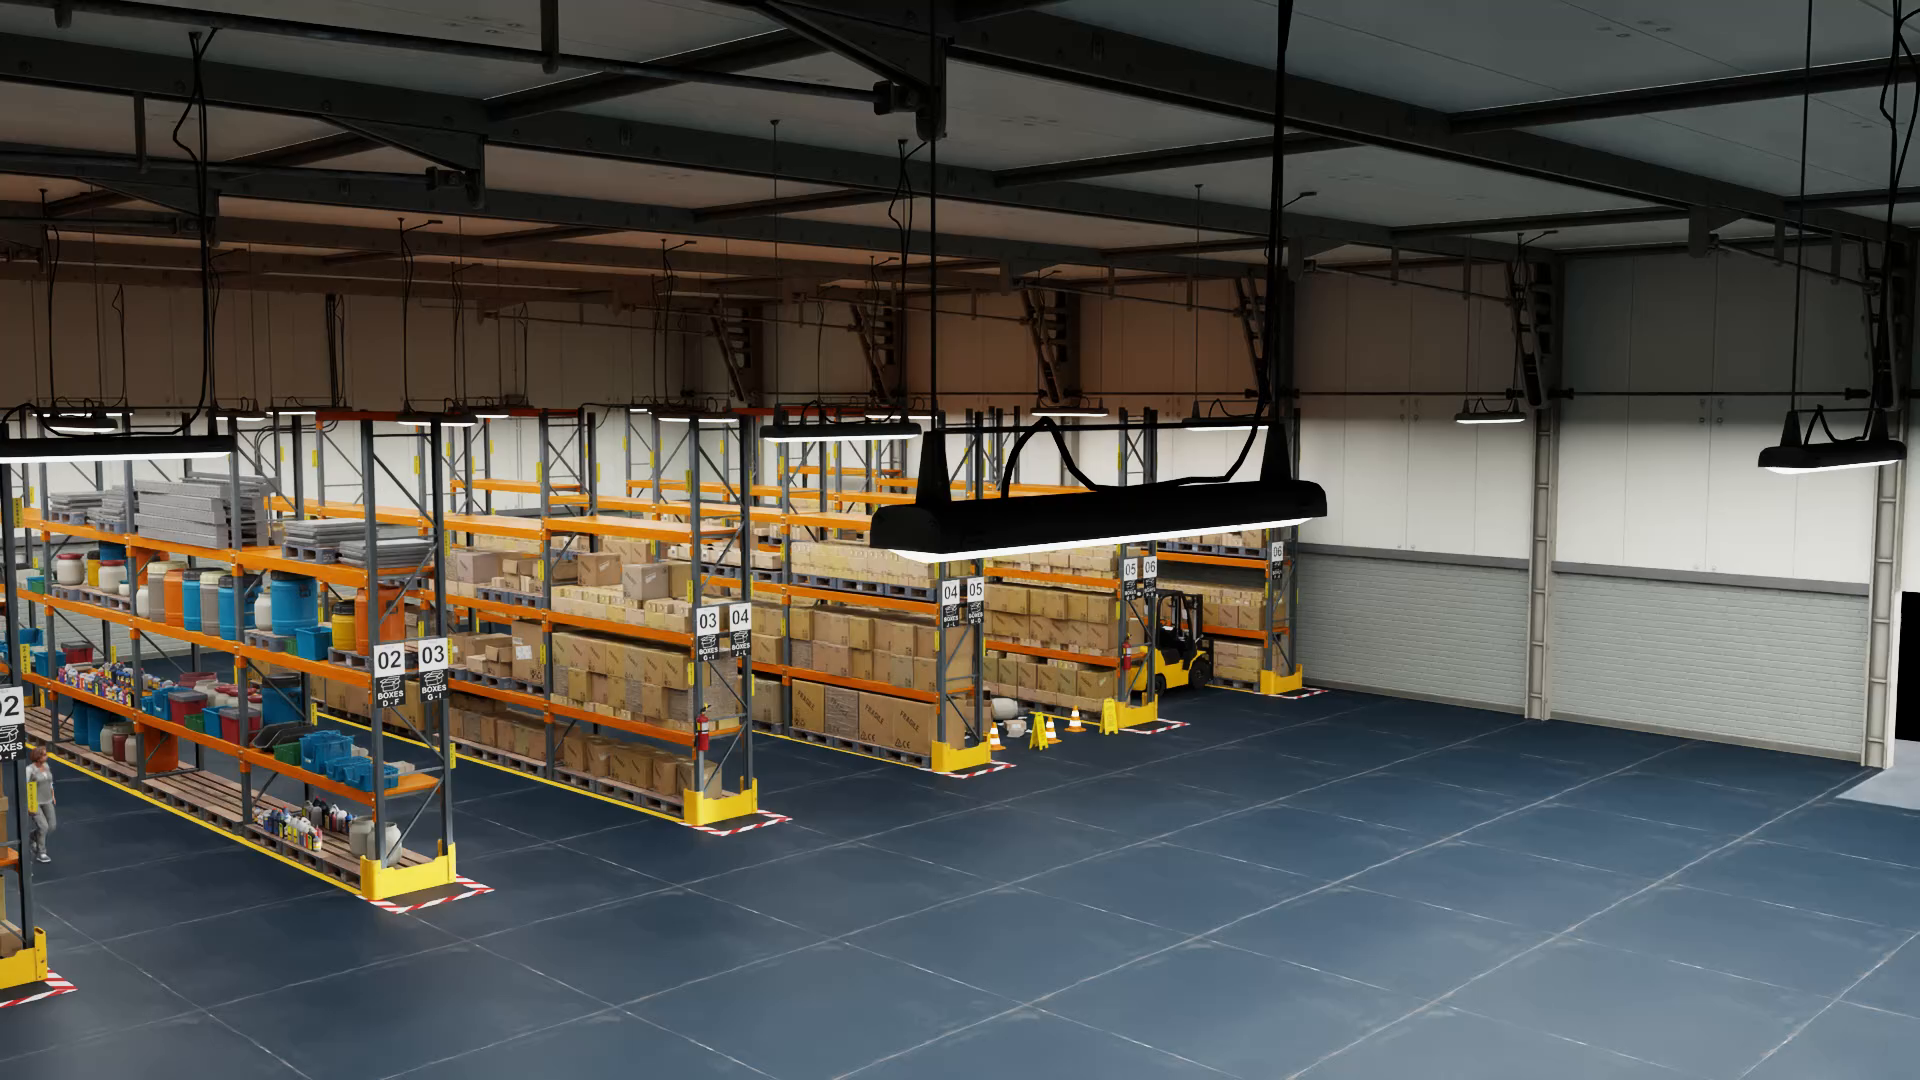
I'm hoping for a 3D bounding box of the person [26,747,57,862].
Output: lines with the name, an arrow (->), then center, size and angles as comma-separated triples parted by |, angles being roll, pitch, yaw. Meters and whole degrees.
person -> -12.514, 3.562, 22.537 | 0.545, 1.559, 0.515 | 2, 6, 26
